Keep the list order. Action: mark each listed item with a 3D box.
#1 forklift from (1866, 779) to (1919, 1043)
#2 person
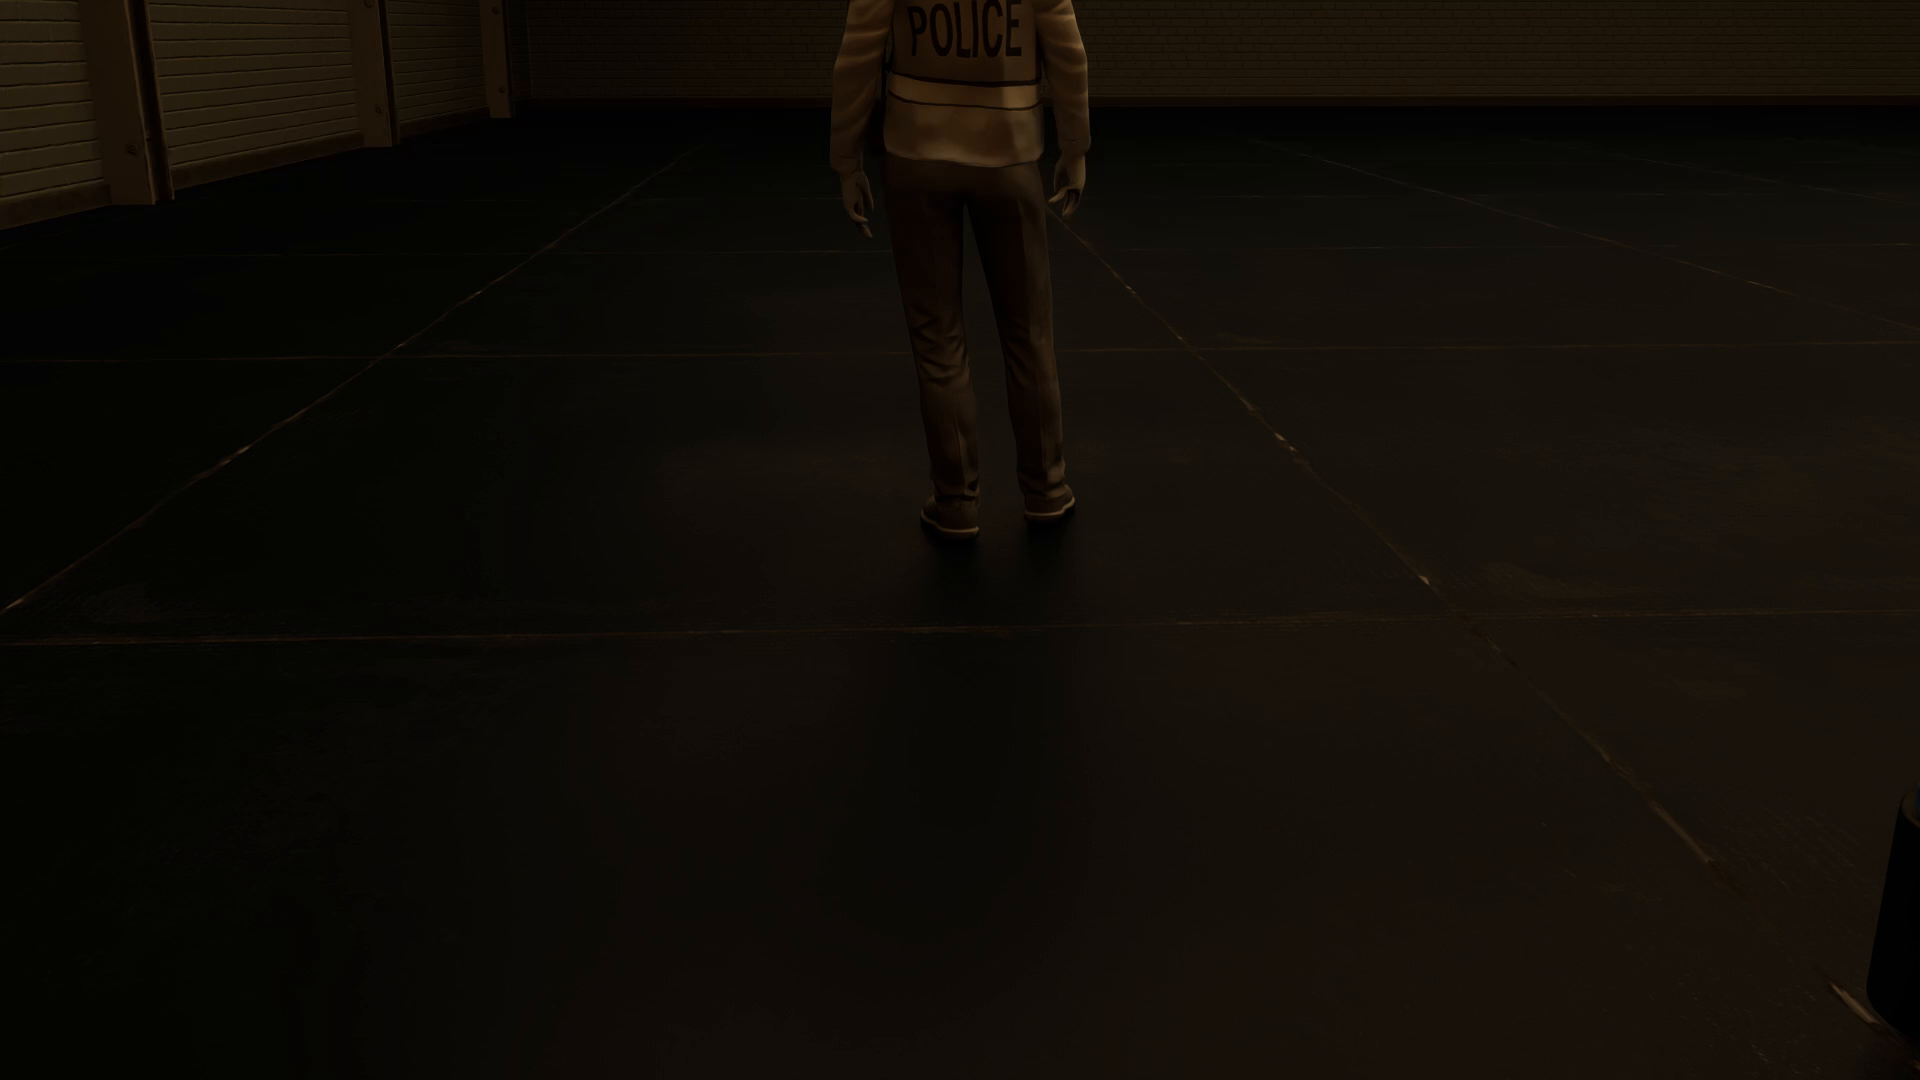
[{"bbox_3d":[2.341,-0.537,0.663,1.130,2.935,3.031,-13,21,-35],"label":"forklift"},{"bbox_3d":[0.003,-0.837,3.734,0.588,1.695,0.531,-1,17,-3],"label":"person"}]
